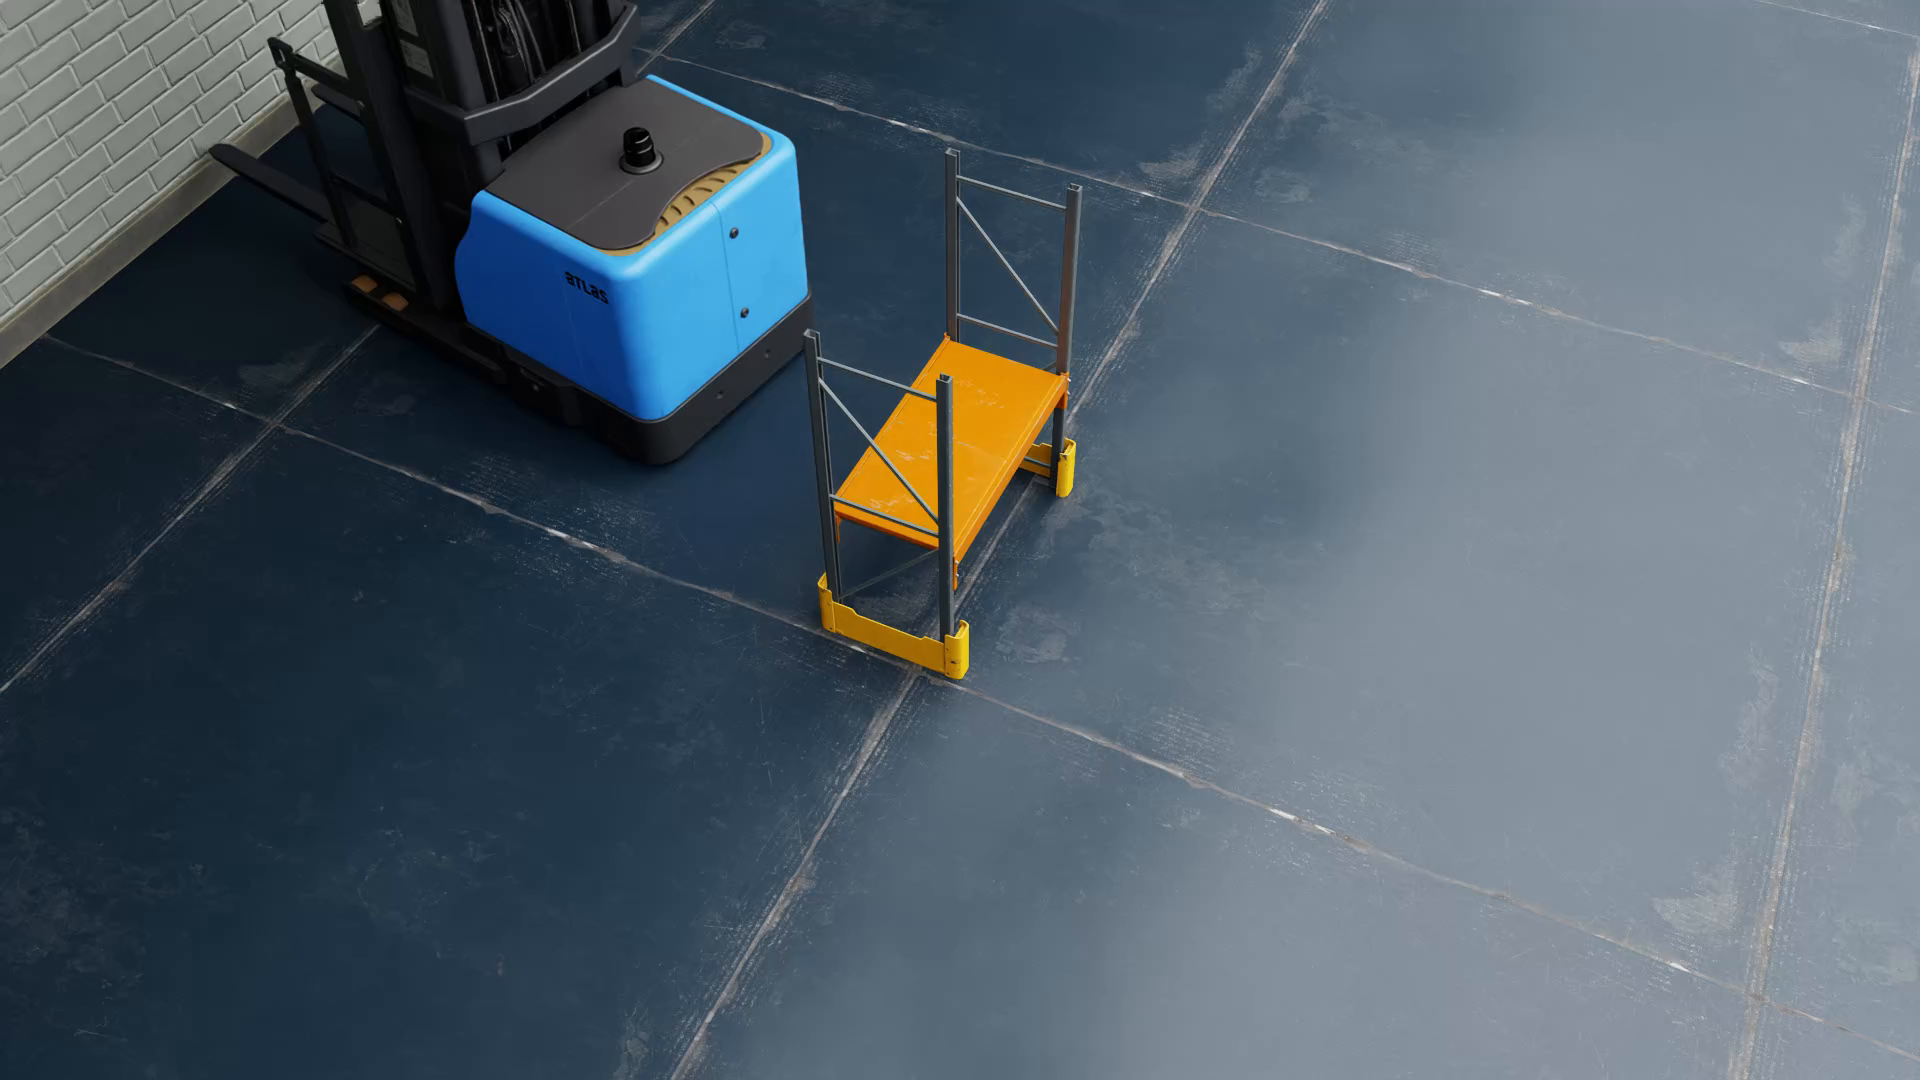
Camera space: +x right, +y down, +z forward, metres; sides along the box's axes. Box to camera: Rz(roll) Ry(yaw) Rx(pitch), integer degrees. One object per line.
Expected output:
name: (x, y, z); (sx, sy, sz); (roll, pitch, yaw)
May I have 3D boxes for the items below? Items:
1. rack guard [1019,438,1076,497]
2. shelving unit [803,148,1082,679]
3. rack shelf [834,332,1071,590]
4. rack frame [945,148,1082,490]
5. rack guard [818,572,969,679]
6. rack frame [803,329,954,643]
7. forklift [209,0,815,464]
rack guard: (0.180, -0.371, 6.717); (0.587, 0.250, 0.087); (20, 52, 16)
shelving unit: (-0.033, -0.434, 5.949); (0.587, 1.500, 1.083); (20, 52, 16)
rack shelf: (-0.036, -0.311, 6.081); (0.538, 0.185, 1.000); (20, 52, 16)
rack frame: (0.181, -0.777, 6.242); (0.500, 1.500, 0.032); (20, 52, 16)
rack guard: (-0.245, 0.314, 6.133); (0.587, 0.250, 0.087); (20, 52, 16)
rack frame: (-0.254, -0.077, 5.646); (0.500, 1.500, 0.032); (20, 52, 16)
forklift: (-2.122, -2.177, 6.493); (3.031, 2.935, 1.130); (29, 55, 22)
